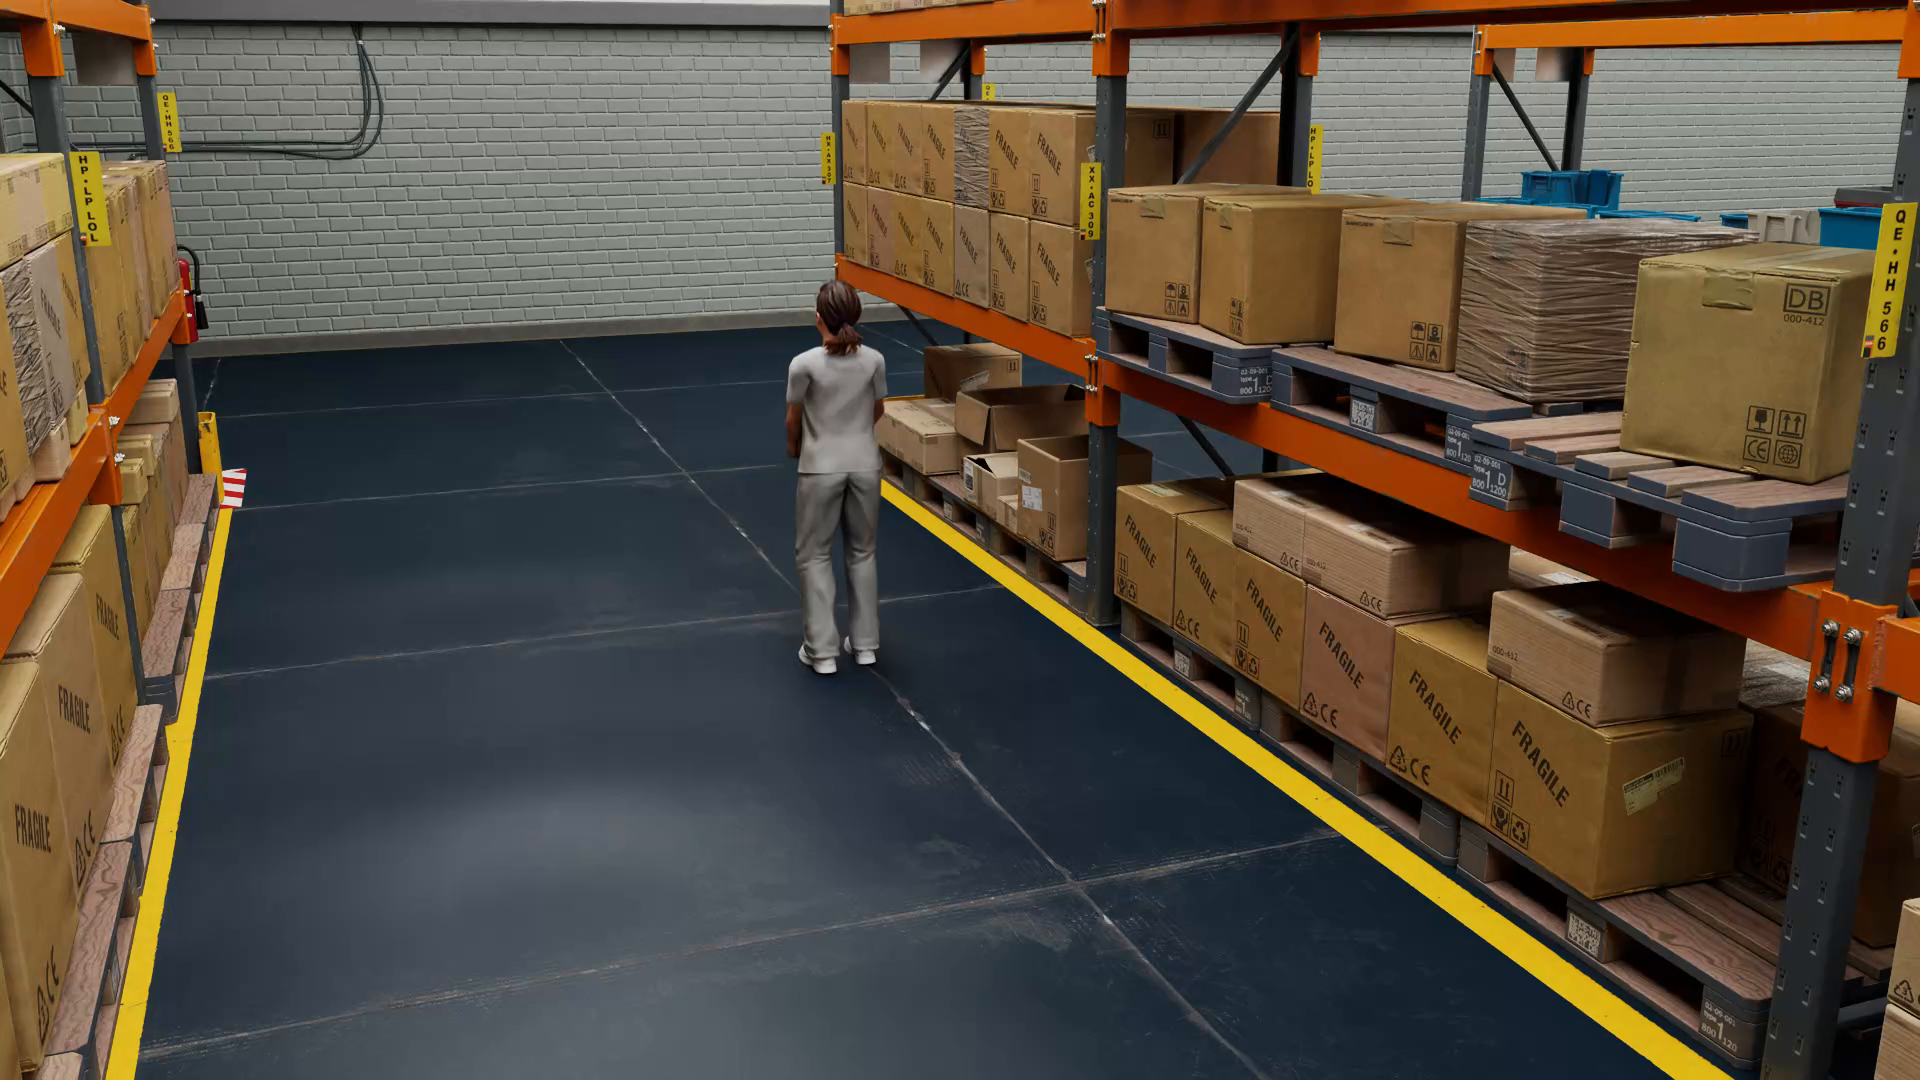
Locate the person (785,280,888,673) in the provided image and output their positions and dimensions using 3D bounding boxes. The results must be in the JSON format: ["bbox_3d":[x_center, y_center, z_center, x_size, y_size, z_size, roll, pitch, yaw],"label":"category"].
[{"bbox_3d":[-0.527,-0.276,7.036,0.437,1.665,0.549,-6,17,-19],"label":"person"}]
